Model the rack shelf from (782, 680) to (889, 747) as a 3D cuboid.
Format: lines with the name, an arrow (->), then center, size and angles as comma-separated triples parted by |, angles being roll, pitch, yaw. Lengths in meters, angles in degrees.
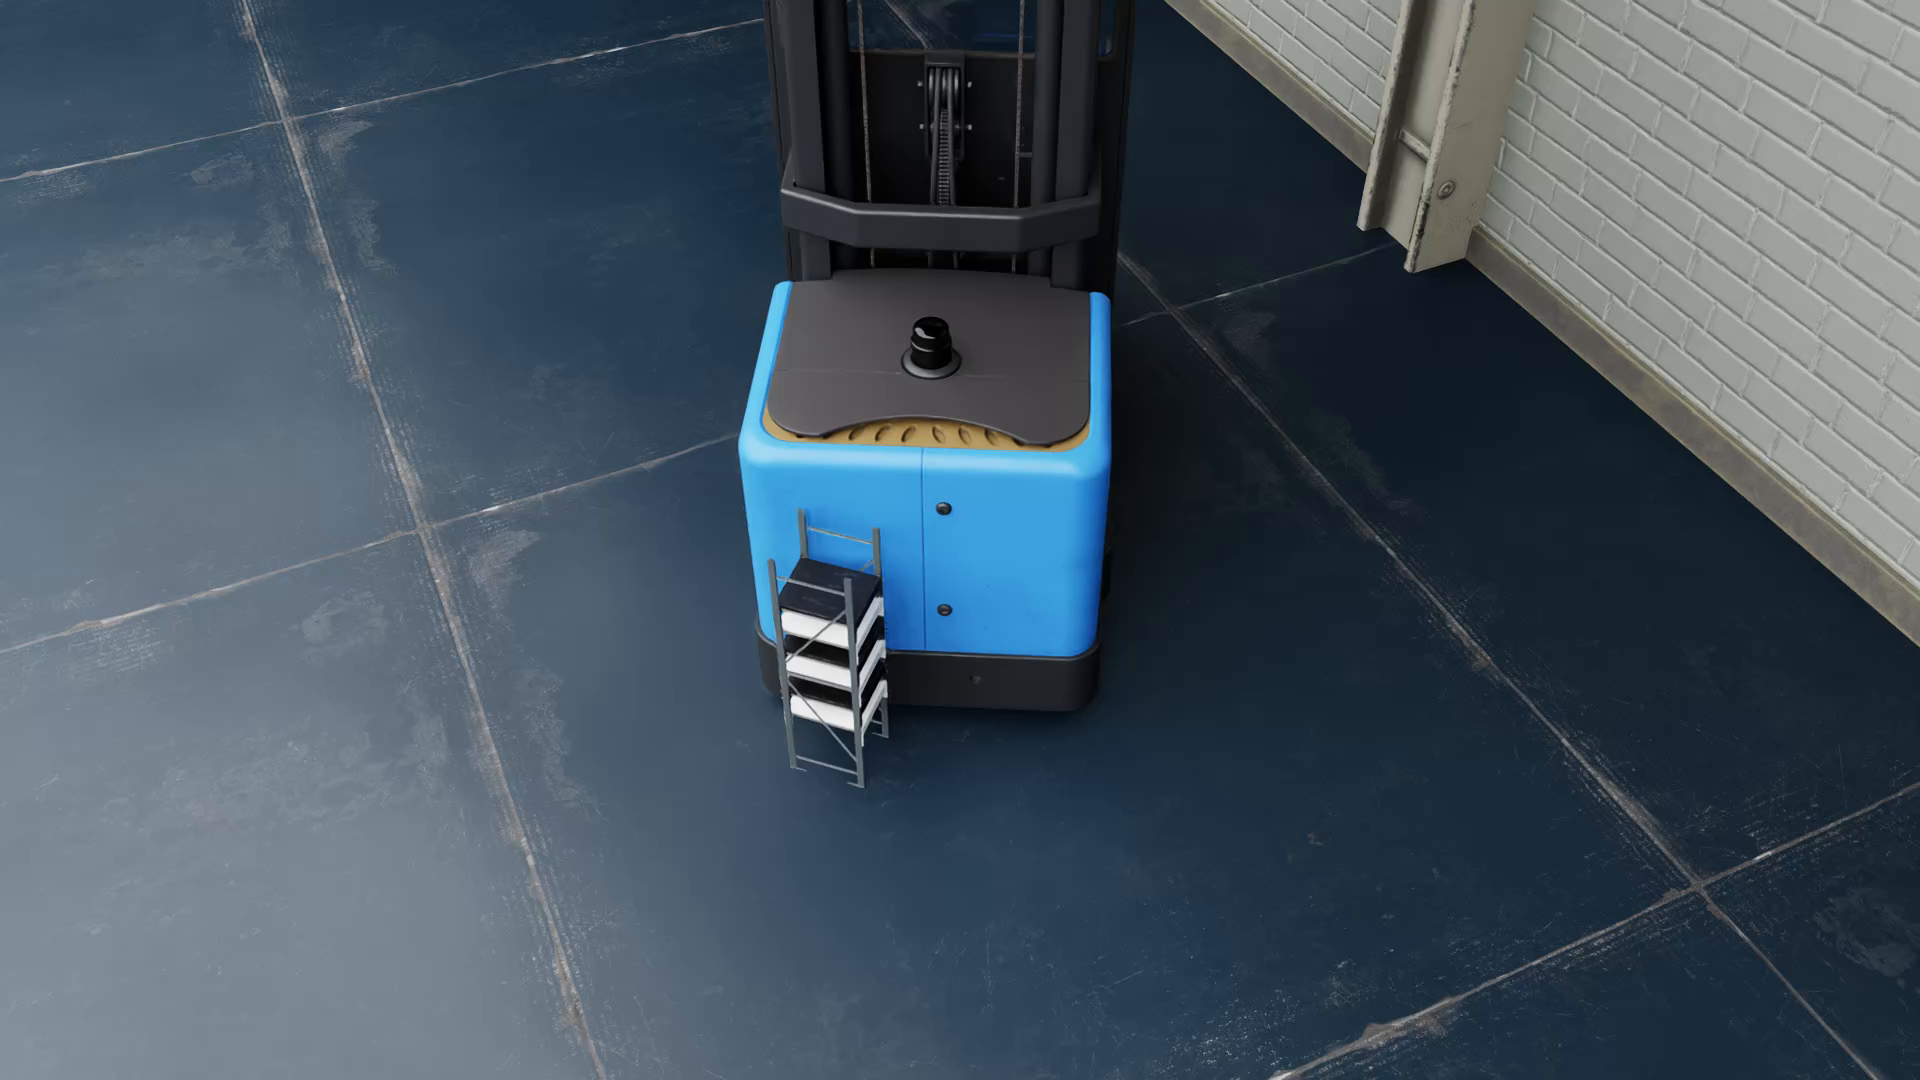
rack shelf -> -0.366, 0.482, 4.924 | 0.258, 0.077, 0.200 | 14, 46, 13

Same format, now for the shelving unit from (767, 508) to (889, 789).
shelving unit -> -0.366, 0.330, 4.774 | 0.258, 0.900, 0.210 | 14, 46, 13

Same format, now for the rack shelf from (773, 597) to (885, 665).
rack shelf -> -0.366, 0.226, 4.671 | 0.258, 0.077, 0.200 | 14, 46, 13

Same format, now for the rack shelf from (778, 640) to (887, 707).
rack shelf -> -0.366, 0.354, 4.798 | 0.258, 0.077, 0.200 | 14, 46, 13

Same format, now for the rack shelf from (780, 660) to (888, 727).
rack shelf -> -0.366, 0.418, 4.861 | 0.258, 0.077, 0.200 | 14, 46, 13

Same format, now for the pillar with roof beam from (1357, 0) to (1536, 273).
pillar with roof beam -> -1.988, -3.203, 2.589 | 9.100, 9.000, 0.400 | -18, 47, -17

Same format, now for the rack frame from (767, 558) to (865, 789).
rack frame -> -0.399, 0.398, 4.706 | 0.240, 0.900, 0.006 | 14, 46, 13

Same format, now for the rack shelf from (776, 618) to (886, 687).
rack shelf -> -0.366, 0.290, 4.735 | 0.258, 0.077, 0.200 | 14, 46, 13

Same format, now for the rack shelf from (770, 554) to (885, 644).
rack shelf -> -0.365, 0.162, 4.608 | 0.258, 0.077, 0.200 | 14, 46, 13

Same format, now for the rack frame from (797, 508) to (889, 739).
rack frame -> -0.332, 0.263, 4.843 | 0.240, 0.900, 0.006 | 14, 46, 13

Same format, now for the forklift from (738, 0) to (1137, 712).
forklift -> -0.016, -1.543, 5.227 | 1.130, 2.935, 3.031 | 2, 45, 2
